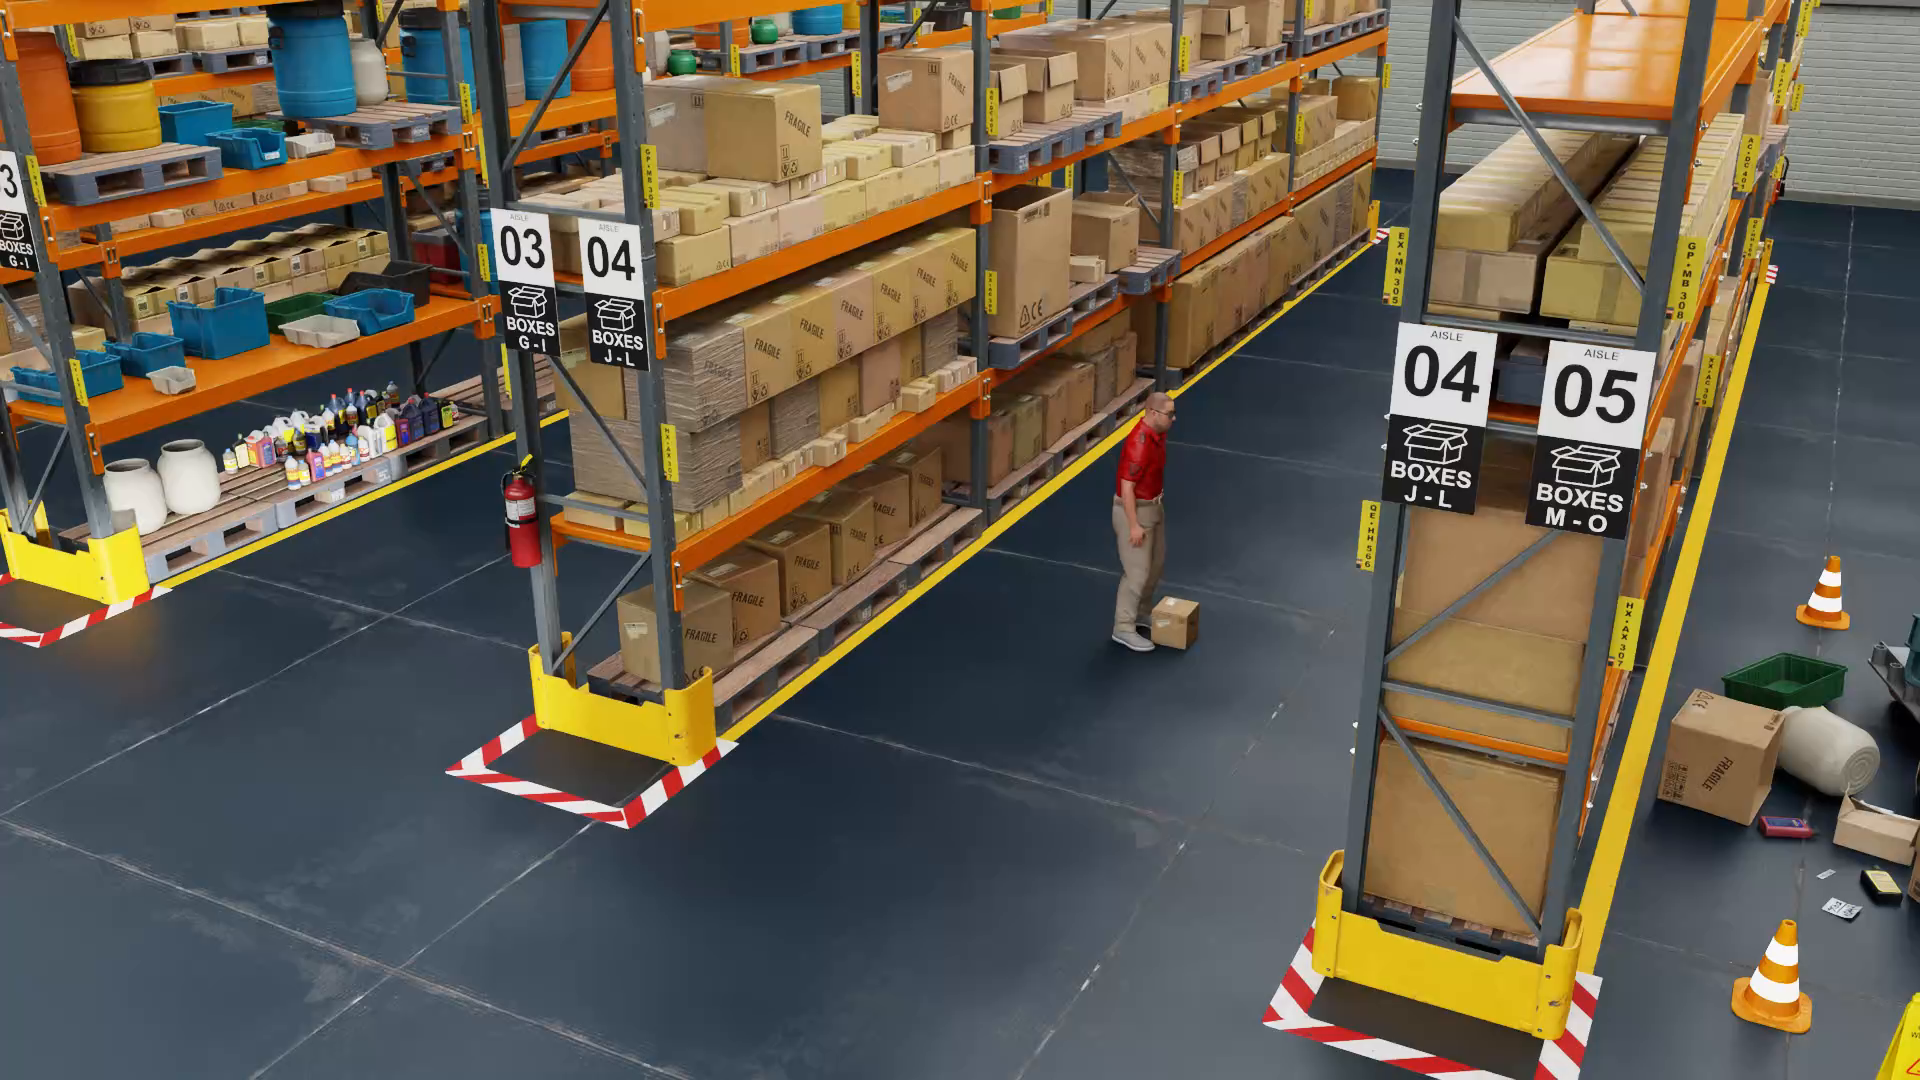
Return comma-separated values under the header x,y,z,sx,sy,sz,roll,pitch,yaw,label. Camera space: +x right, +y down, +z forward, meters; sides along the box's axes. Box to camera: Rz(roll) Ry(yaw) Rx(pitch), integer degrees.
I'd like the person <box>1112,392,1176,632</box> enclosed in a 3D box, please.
x,y,z,sx,sy,sz,roll,pitch,yaw,label
1.228,-0.197,11.153,0.371,1.655,0.588,10,24,22,person
